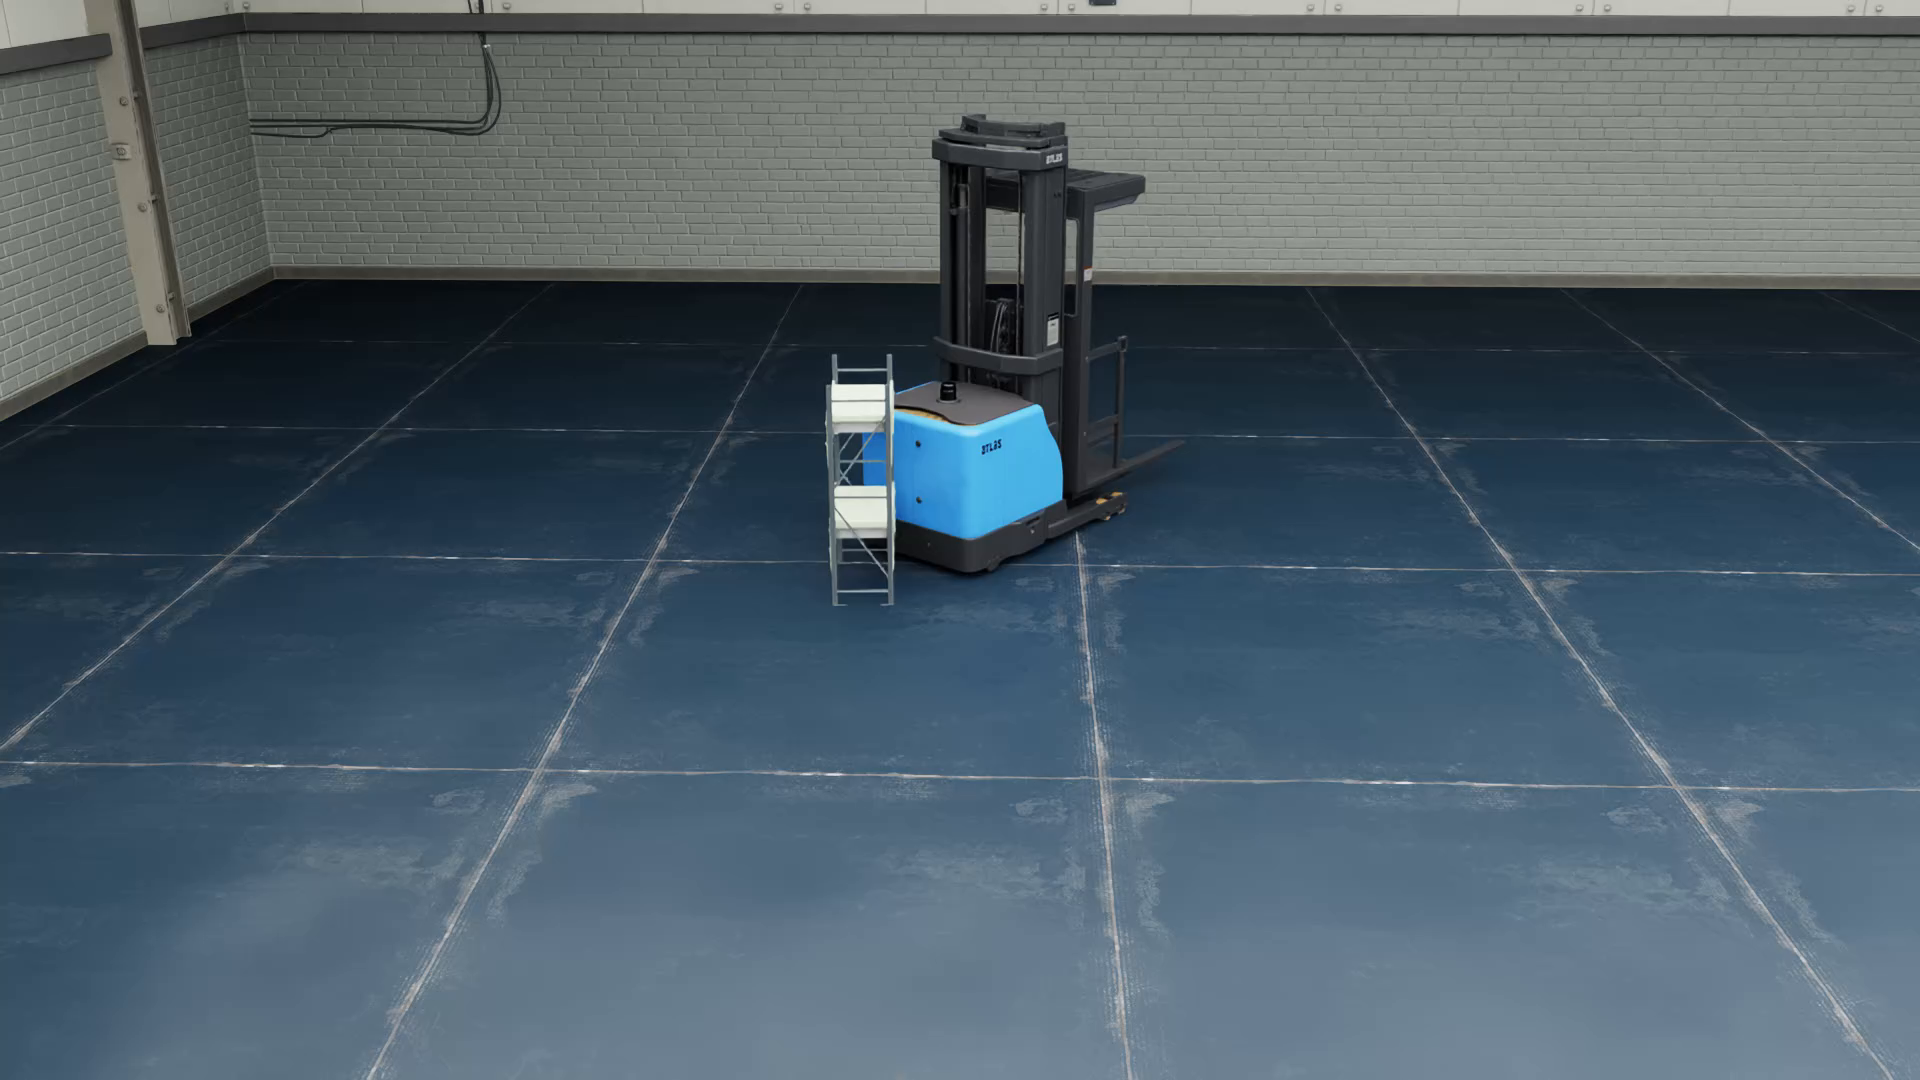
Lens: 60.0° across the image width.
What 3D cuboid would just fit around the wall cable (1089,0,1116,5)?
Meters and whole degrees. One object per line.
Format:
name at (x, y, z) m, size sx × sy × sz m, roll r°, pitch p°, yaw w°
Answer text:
wall cable at (2.605, -8.817, 17.612) m, size 2.305 × 6.003 × 0.169 m, roll 1°, pitch 21°, yaw 2°

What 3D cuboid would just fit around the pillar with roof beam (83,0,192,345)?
pillar with roof beam at (-3.992, -6.244, 15.681) m, size 9.100 × 9.000 × 0.400 m, roll 1°, pitch 21°, yaw 2°

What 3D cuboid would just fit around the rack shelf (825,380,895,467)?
rack shelf at (-0.644, -0.765, 10.847) m, size 0.431 × 0.370 × 0.720 m, roll 0°, pitch 21°, yaw -1°

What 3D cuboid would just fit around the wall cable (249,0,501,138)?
wall cable at (-6.883, -5.894, 19.073) m, size 3.097 × 2.526 × 0.112 m, roll 1°, pitch 21°, yaw 2°

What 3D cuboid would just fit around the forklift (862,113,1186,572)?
forklift at (0.622, -1.609, 12.124) m, size 1.130 × 2.935 × 3.031 m, roll 16°, pitch 27°, yaw 36°

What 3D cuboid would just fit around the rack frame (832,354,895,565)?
rack frame at (-0.652, -0.533, 11.329) m, size 0.400 × 1.500 × 0.023 m, roll 0°, pitch 21°, yaw -1°

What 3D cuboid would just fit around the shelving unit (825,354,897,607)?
shelving unit at (-0.644, -0.401, 10.988) m, size 0.431 × 1.500 × 0.755 m, roll 0°, pitch 21°, yaw -1°

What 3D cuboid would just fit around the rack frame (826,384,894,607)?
rack frame at (-0.636, -0.268, 10.647) m, size 0.400 × 1.500 × 0.023 m, roll 0°, pitch 21°, yaw -1°

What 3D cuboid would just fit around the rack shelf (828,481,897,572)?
rack shelf at (-0.644, -0.097, 11.106) m, size 0.431 × 0.370 × 0.720 m, roll 0°, pitch 21°, yaw -1°
